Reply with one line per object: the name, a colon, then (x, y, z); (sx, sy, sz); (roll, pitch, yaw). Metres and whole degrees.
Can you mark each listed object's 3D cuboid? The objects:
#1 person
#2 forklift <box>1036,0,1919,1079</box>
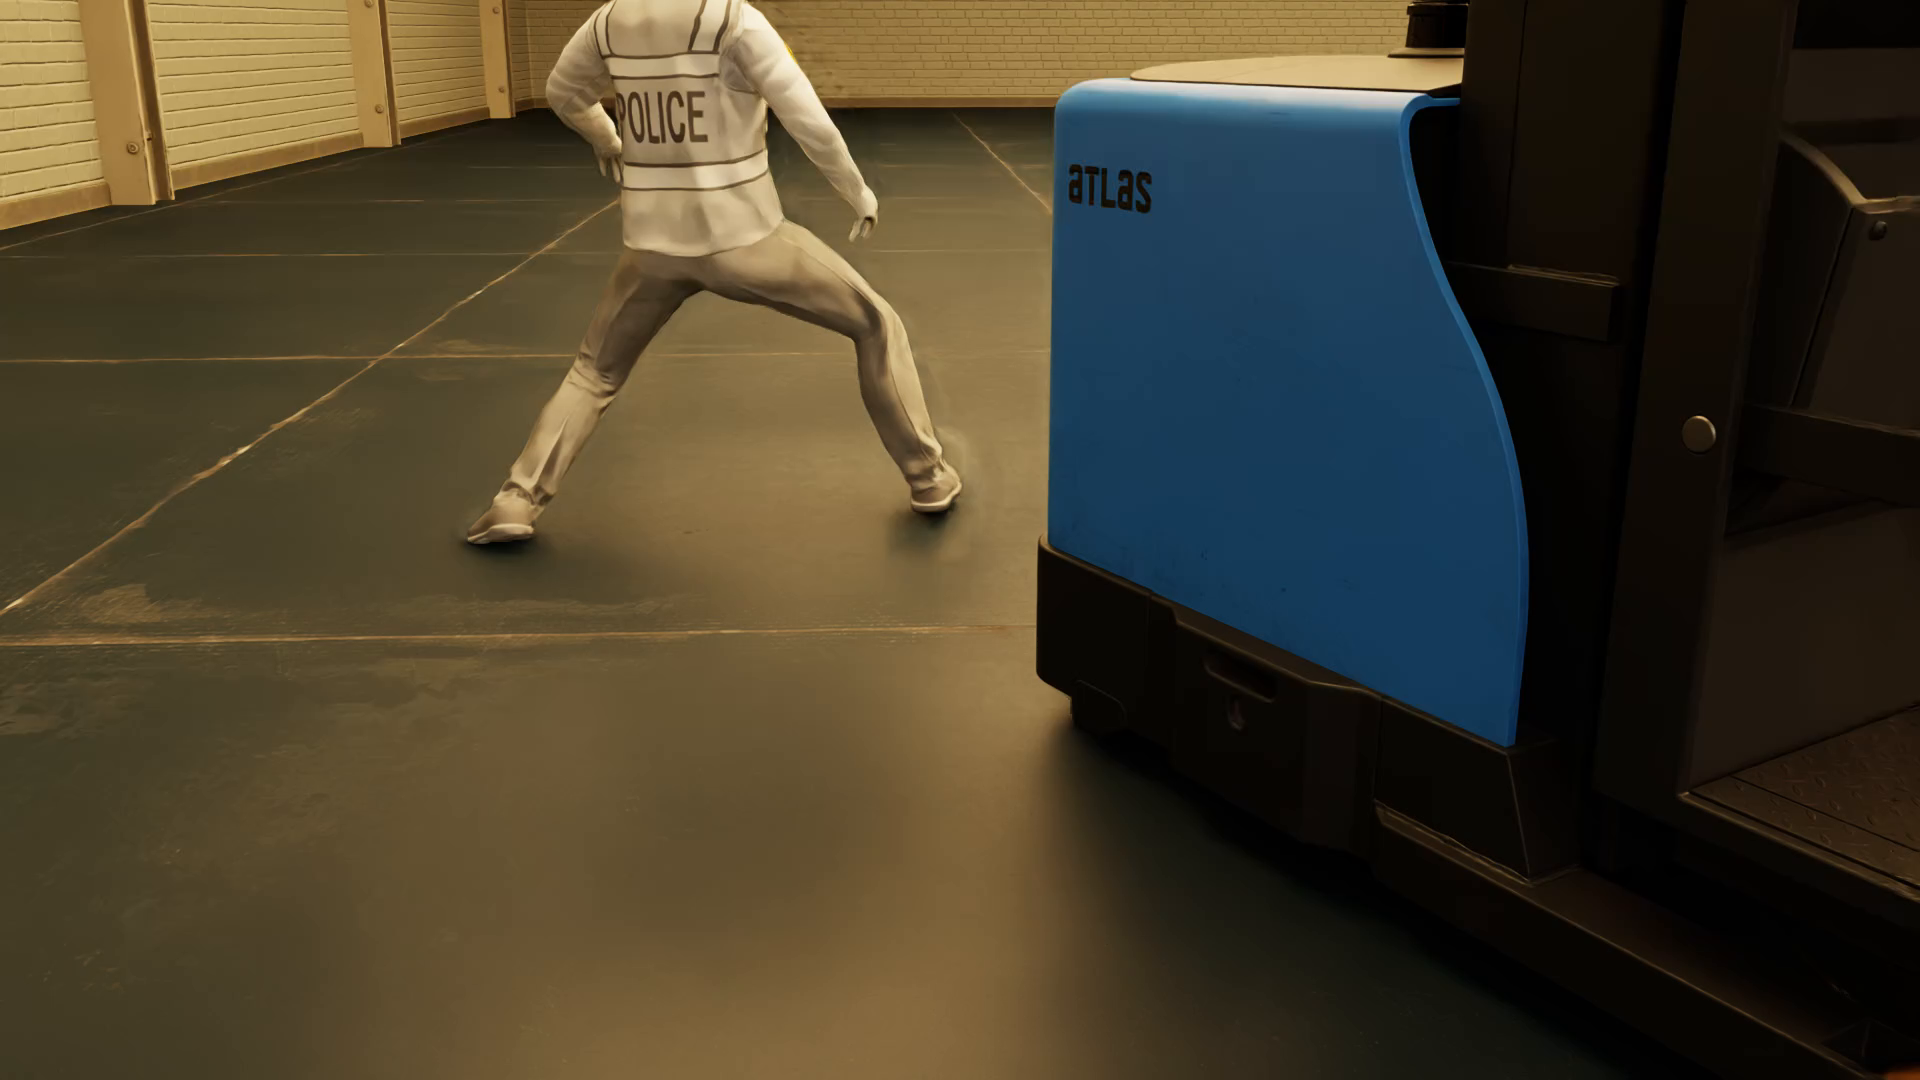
person: (-0.581, -0.742, 3.874); (0.998, 1.518, 0.922); (8, 19, 24)
forklift: (1.338, -0.816, 1.576); (1.130, 2.935, 3.031); (-10, 20, -30)
